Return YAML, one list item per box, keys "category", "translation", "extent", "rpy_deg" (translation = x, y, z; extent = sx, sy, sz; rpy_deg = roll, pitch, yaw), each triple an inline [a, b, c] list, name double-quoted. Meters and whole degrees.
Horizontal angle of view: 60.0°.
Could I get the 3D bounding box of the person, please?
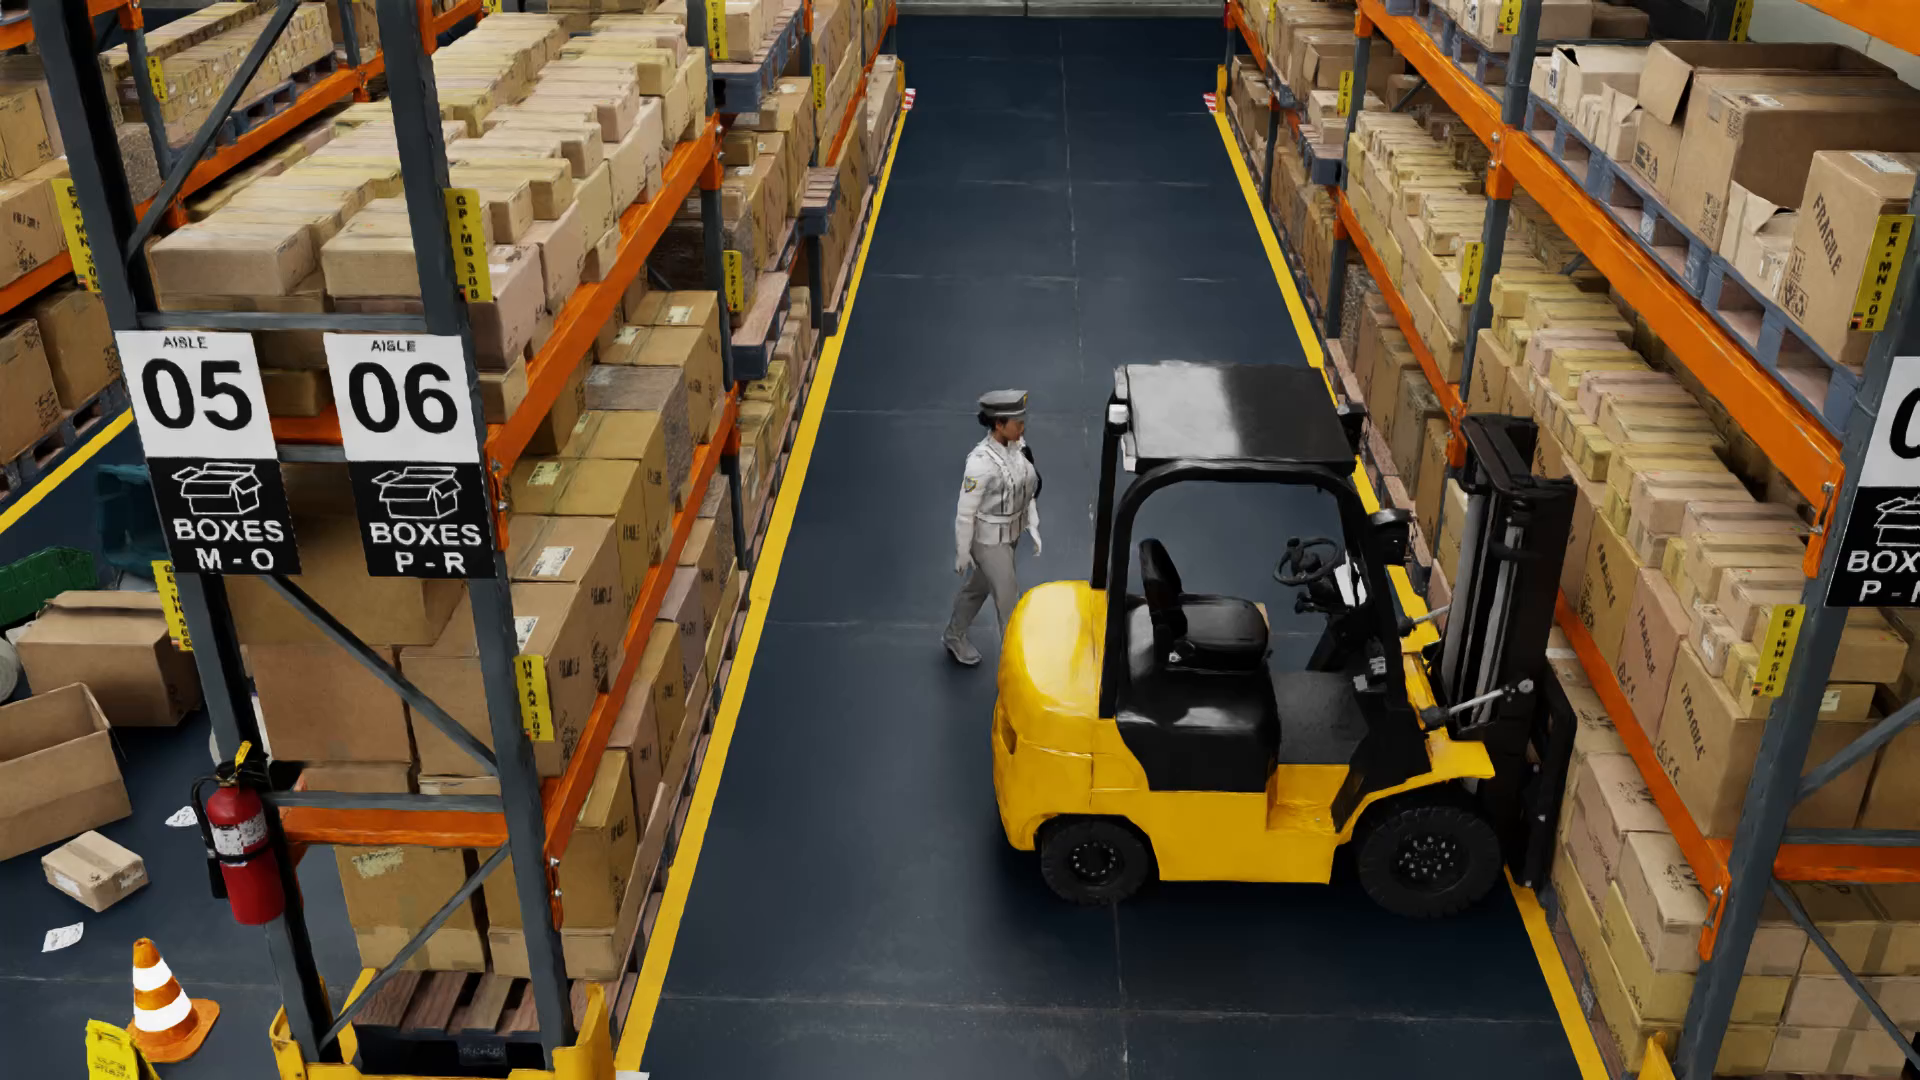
- category: "person"
  translation: [0.275, -0.001, 8.626]
  extent: [0.895, 1.637, 0.519]
  rpy_deg: [13, 31, 22]
